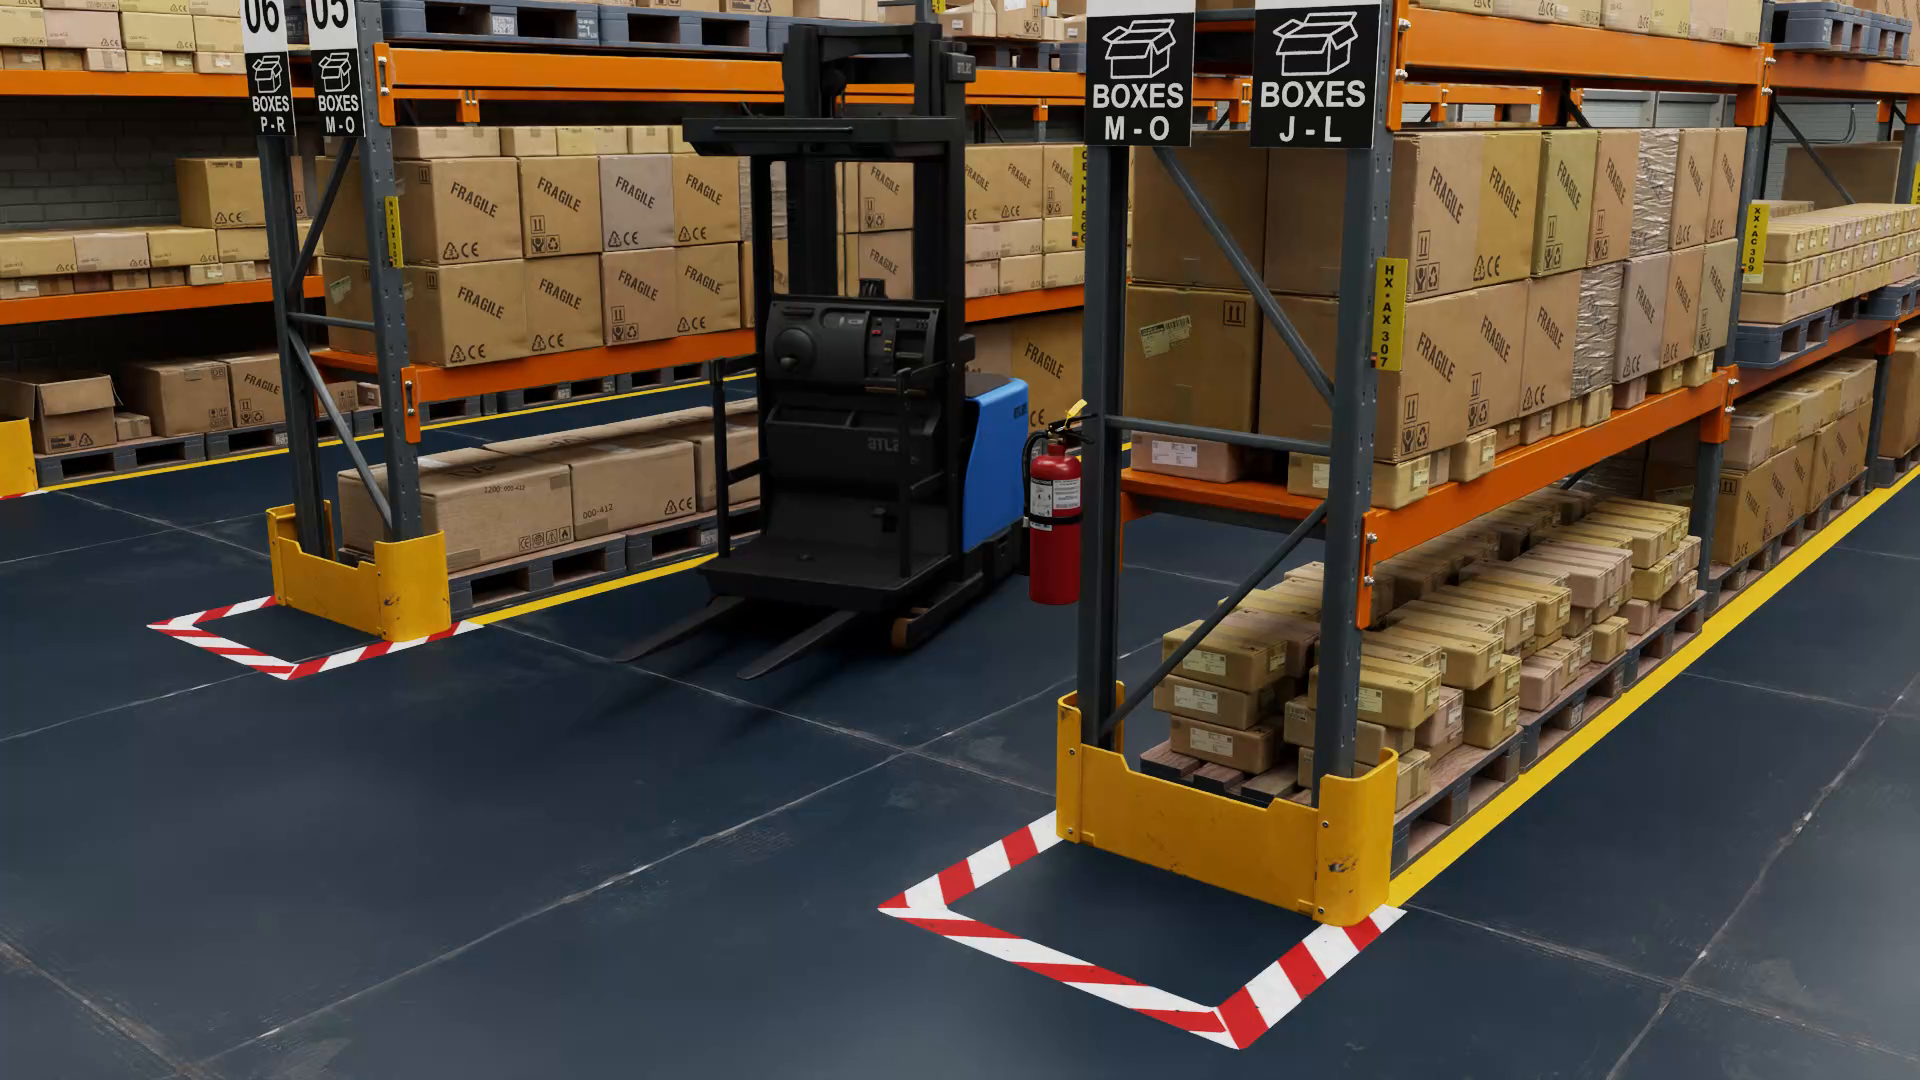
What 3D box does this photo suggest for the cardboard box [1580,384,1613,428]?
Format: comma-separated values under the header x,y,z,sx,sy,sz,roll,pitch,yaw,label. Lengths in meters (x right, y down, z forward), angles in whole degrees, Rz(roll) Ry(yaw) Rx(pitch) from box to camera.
x,y,z,sx,sy,sz,roll,pitch,yaw,label
2.422,-0.569,6.779,0.380,0.149,0.250,12,18,39,cardboard box

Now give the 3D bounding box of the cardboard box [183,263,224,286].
x,y,z,sx,sy,sz,roll,pitch,yaw,label
-5.676,-1.978,12.326,0.380,0.149,0.250,11,18,36,cardboard box

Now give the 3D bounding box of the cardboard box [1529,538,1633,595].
x,y,z,sx,sy,sz,roll,pitch,yaw,label
2.722,0.114,7.311,0.380,0.149,0.250,10,17,35,cardboard box

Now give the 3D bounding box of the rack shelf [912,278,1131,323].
x,y,z,sx,sy,sz,roll,pitch,yaw,label
0.690,-1.873,12.864,1.077,0.370,4.000,11,18,38,rack shelf

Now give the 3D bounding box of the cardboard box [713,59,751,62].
x,y,z,sx,sy,sz,roll,pitch,yaw,label
-2.365,-4.521,16.039,0.500,0.250,0.500,11,18,38,cardboard box

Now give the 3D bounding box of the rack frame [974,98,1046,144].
x,y,z,sx,sy,sz,roll,pitch,yaw,label
0.598,-4.138,20.320,1.000,3.000,0.127,11,18,38,rack frame

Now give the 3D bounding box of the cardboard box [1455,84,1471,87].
x,y,z,sx,sy,sz,roll,pitch,yaw,label
5.058,-4.765,17.208,0.380,0.149,0.250,11,18,38,cardboard box

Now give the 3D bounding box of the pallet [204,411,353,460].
x,y,z,sx,sy,sz,roll,pitch,yaw,label
-5.629,-0.888,13.191,1.003,0.211,1.213,11,18,38,pallet

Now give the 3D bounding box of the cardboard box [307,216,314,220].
x,y,z,sx,sy,sz,roll,pitch,yaw,label
-5.261,-2.527,13.679,0.500,0.250,0.500,11,18,37,cardboard box

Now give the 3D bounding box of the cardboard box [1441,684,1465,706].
x,y,z,sx,sy,sz,roll,pitch,yaw,label
1.662,0.543,6.225,0.380,0.149,0.250,12,18,38,cardboard box

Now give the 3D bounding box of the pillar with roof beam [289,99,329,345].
x,y,z,sx,sy,sz,roll,pitch,yaw,label
-2.221,-4.854,10.952,9.100,9.000,0.400,11,18,38,pillar with roof beam

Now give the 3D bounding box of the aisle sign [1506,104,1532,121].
x,y,z,sx,sy,sz,roll,pitch,yaw,label
6.773,-5.456,20.230,0.394,0.787,0.004,11,18,38,aisle sign

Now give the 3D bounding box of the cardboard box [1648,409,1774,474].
x,y,z,sx,sy,sz,roll,pitch,yaw,label
4.016,-0.548,8.889,0.500,0.250,0.500,10,18,35,cardboard box

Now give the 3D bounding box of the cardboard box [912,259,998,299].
x,y,z,sx,sy,sz,roll,pitch,yaw,label
-0.085,-1.809,11.457,0.500,0.250,0.500,11,18,36,cardboard box

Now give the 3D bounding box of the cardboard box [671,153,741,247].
x,y,z,sx,sy,sz,roll,pitch,yaw,label
-1.608,-1.949,9.469,0.500,0.500,0.500,11,18,38,cardboard box

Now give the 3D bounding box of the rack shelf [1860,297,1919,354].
x,y,z,sx,sy,sz,roll,pitch,yaw,label
7.117,-1.892,12.940,1.077,0.370,4.000,11,18,38,rack shelf

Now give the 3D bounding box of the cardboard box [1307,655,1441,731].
x,y,z,sx,sy,sz,roll,pitch,yaw,label
1.426,0.516,5.727,0.380,0.149,0.250,10,17,35,cardboard box

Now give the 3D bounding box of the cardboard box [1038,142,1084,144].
x,y,z,sx,sy,sz,roll,pitch,yaw,label
0.805,-2.888,13.165,0.500,0.500,0.500,12,18,39,cardboard box

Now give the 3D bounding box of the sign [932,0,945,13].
x,y,z,sx,sy,sz,roll,pitch,yaw,label
-0.135,-3.496,10.488,0.100,0.325,0.005,11,18,38,sign

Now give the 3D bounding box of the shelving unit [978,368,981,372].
x,y,z,sx,sy,sz,roll,pitch,yaw,label
-0.034,-0.499,9.953,0.215,1.050,0.252,11,18,38,shelving unit

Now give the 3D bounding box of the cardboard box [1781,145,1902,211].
x,y,z,sx,sy,sz,roll,pitch,yaw,label
6.150,-2.475,11.541,0.700,0.500,0.500,11,18,37,cardboard box

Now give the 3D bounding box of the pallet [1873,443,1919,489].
x,y,z,sx,sy,sz,roll,pitch,yaw,label
6.415,-0.646,12.236,1.003,0.211,1.213,11,18,38,pallet

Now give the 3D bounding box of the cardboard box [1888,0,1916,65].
x,y,z,sx,sy,sz,roll,pitch,yaw,label
5.395,-3.114,9.992,0.500,0.500,0.500,11,18,38,cardboard box

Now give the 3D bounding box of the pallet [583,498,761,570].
x,y,z,sx,sy,sz,roll,pitch,yaw,label
-1.873,-0.119,10.162,1.003,0.211,1.213,11,18,38,pallet

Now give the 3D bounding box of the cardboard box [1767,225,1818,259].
x,y,z,sx,sy,sz,roll,pitch,yaw,label
4.122,-1.521,8.465,0.380,0.149,0.250,12,18,39,cardboard box

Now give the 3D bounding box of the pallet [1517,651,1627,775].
x,y,z,sx,sy,sz,roll,pitch,yaw,label
2.185,0.628,7.220,1.003,0.211,1.213,11,18,38,pallet

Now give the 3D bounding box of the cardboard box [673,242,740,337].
x,y,z,sx,sy,sz,roll,pitch,yaw,label
-1.624,-1.463,9.586,0.500,0.500,0.500,12,19,39,cardboard box

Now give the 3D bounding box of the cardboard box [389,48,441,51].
x,y,z,sx,sy,sz,roll,pitch,yaw,label
-4.539,-4.000,13.385,0.500,0.250,0.500,11,18,38,cardboard box

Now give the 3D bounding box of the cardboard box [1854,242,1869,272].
x,y,z,sx,sy,sz,roll,pitch,yaw,label
4.933,-1.622,9.468,0.380,0.149,0.250,11,18,36,cardboard box

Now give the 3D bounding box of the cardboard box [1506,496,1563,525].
x,y,z,sx,sy,sz,roll,pitch,yaw,label
2.750,-0.125,8.250,0.380,0.149,0.250,12,19,40,cardboard box

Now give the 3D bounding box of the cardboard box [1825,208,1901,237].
x,y,z,sx,sy,sz,roll,pitch,yaw,label
5.420,-1.914,10.012,0.380,0.149,0.250,12,19,39,cardboard box

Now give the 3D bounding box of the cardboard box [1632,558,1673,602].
x,y,z,sx,sy,sz,roll,pitch,yaw,label
3.081,0.159,7.736,0.380,0.149,0.250,10,18,36,cardboard box

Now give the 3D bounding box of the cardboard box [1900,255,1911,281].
x,y,z,sx,sy,sz,roll,pitch,yaw,label
5.750,-1.727,10.485,0.380,0.149,0.250,11,18,37,cardboard box

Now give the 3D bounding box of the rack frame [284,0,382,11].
x,y,z,sx,sy,sz,roll,pitch,yaw,label
-3.081,-3.980,7.514,1.000,3.000,0.127,11,18,38,rack frame

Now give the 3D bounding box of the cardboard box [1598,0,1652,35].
x,y,z,sx,sy,sz,roll,pitch,yaw,label
2.294,-2.051,6.318,0.500,0.250,0.500,11,18,37,cardboard box

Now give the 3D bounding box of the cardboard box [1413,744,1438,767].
x,y,z,sx,sy,sz,roll,pitch,yaw,label
1.511,0.739,6.060,0.380,0.149,0.250,11,18,37,cardboard box

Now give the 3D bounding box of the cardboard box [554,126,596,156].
x,y,z,sx,sy,sz,roll,pitch,yaw,label
-2.130,-2.092,8.713,0.380,0.149,0.250,11,18,36,cardboard box

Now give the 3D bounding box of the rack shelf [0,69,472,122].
x,y,z,sx,sy,sz,roll,pitch,yaw,label
-5.687,-3.328,12.500,1.077,0.370,4.000,11,18,38,rack shelf

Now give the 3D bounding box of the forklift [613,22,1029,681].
x,y,z,sx,sy,sz,roll,pitch,yaw,label
-0.621,-1.000,8.106,1.130,2.935,3.031,6,15,21,forklift

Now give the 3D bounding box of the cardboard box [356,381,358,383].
x,y,z,sx,sy,sz,roll,pitch,yaw,label
-5.029,-1.416,14.214,0.500,0.311,0.500,12,19,39,cardboard box

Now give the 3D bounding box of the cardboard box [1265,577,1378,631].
x,y,z,sx,sy,sz,roll,pitch,yaw,label
1.447,0.275,6.676,0.380,0.149,0.250,10,18,35,cardboard box

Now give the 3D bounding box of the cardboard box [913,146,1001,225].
x,y,z,sx,sy,sz,roll,pitch,yaw,label
-0.067,-2.411,11.289,0.500,0.500,0.500,12,18,38,cardboard box

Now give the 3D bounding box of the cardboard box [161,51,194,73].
x,y,z,sx,sy,sz,roll,pitch,yaw,label
-5.741,-3.438,11.981,0.380,0.149,0.250,11,18,37,cardboard box

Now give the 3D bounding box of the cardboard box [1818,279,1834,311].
x,y,z,sx,sy,sz,roll,pitch,yaw,label
4.440,-1.327,8.912,0.380,0.149,0.250,11,18,38,cardboard box

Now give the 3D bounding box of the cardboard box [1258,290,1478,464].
x,y,z,sx,sy,sz,roll,pitch,yaw,label
1.329,-0.562,5.435,0.500,0.500,0.500,12,19,40,cardboard box

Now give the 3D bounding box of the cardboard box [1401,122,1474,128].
x,y,z,sx,sy,sz,roll,pitch,yaw,label
4.906,-4.099,17.326,0.700,0.500,0.500,11,18,37,cardboard box

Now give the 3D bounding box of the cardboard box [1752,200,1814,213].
x,y,z,sx,sy,sz,roll,pitch,yaw,label
5.417,-2.169,11.016,0.380,0.149,0.250,11,18,38,cardboard box

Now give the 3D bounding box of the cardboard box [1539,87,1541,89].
x,y,z,sx,sy,sz,roll,pitch,yaw,label
6.433,-5.221,18.999,0.380,0.149,0.250,11,18,38,cardboard box

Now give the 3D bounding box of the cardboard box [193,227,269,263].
x,y,z,sx,sy,sz,roll,pitch,yaw,label
-5.512,-2.252,12.596,0.500,0.250,0.500,11,18,36,cardboard box

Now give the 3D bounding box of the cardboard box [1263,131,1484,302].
x,y,z,sx,sy,sz,roll,pitch,yaw,label
1.321,-1.048,5.318,0.500,0.500,0.500,11,18,37,cardboard box
